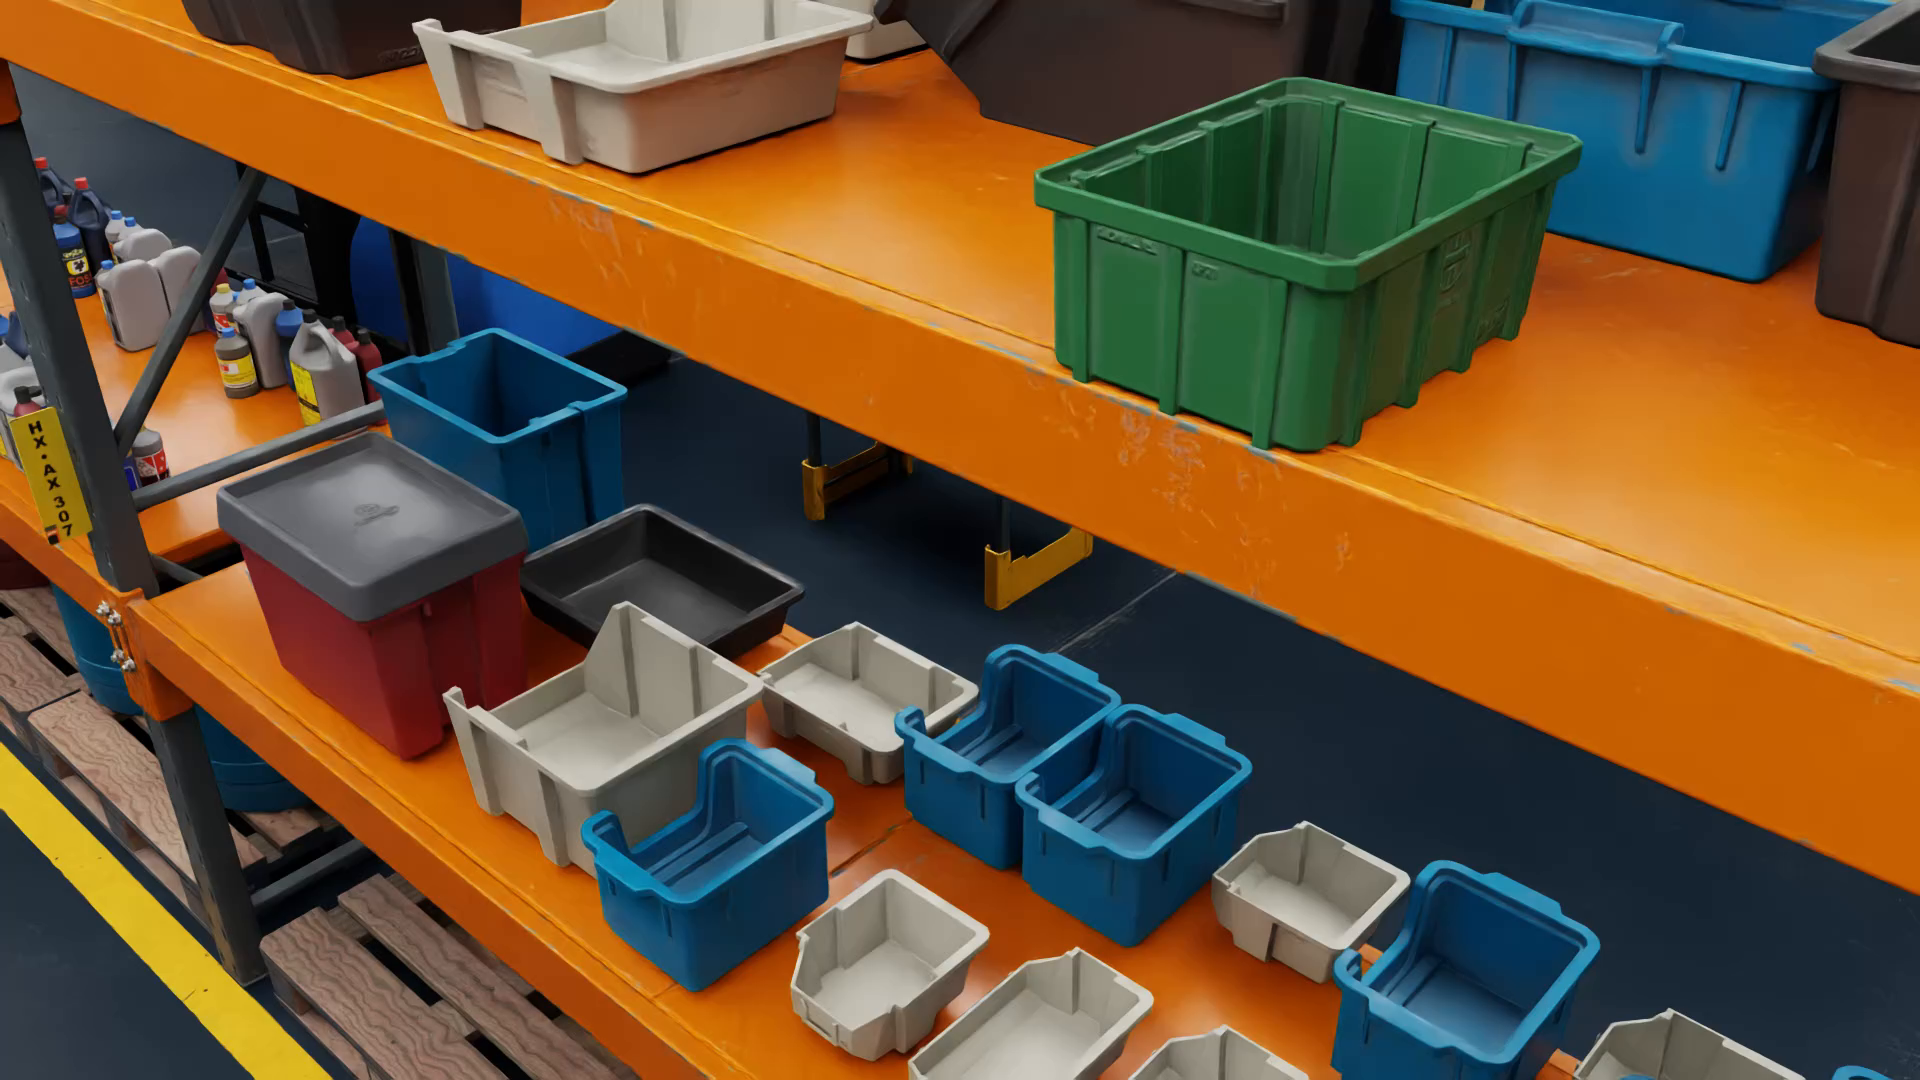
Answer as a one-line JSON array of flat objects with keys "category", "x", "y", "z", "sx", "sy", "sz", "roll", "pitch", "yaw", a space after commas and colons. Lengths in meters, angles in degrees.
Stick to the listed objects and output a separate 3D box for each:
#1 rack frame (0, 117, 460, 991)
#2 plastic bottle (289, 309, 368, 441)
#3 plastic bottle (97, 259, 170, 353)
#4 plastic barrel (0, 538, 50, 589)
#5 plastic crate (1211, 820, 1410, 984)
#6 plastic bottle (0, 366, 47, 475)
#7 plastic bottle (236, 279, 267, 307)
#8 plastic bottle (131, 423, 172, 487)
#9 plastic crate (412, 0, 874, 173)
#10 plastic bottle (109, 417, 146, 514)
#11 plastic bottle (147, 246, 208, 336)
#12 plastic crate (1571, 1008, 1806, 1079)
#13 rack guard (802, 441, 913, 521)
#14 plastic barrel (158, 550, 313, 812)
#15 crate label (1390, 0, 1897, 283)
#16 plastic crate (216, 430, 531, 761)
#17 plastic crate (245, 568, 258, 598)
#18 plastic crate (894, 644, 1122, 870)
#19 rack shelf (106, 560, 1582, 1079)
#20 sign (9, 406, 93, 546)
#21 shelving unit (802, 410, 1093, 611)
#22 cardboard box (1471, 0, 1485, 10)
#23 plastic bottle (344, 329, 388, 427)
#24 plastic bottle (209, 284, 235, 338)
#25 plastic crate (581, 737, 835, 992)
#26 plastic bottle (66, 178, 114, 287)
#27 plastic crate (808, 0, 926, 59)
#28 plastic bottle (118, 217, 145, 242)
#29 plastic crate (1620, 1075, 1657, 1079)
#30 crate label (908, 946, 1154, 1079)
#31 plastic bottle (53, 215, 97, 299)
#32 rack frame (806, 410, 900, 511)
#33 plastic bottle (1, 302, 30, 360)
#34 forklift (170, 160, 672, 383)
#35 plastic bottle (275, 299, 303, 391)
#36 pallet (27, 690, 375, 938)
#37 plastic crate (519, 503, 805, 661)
[{"category": "rack frame", "x": -1.712, "y": -0.235, "z": 4.233, "sx": 0.127, "sy": 3.000, "sz": 1.000, "roll": 25, "pitch": 39, "yaw": 35}, {"category": "plastic bottle", "x": -1.785, "y": -0.474, "z": 4.677, "sx": 0.185, "sy": 0.351, "sz": 0.144, "roll": 25, "pitch": 39, "yaw": 35}, {"category": "plastic bottle", "x": -2.588, "y": -0.750, "z": 5.208, "sx": 0.135, "sy": 0.276, "sz": 0.152, "roll": 25, "pitch": 39, "yaw": 35}, {"category": "plastic barrel", "x": -3.466, "y": -0.213, "z": 6.126, "sx": 0.708, "sy": 0.588, "sz": 0.600, "roll": 25, "pitch": 39, "yaw": 35}, {"category": "plastic crate", "x": 0.607, "y": 0.647, "z": 2.964, "sx": 0.298, "sy": 0.136, "sz": 0.250, "roll": 25, "pitch": 39, "yaw": 35}, {"category": "plastic bottle", "x": -2.492, "y": -0.321, "z": 4.496, "sx": 0.135, "sy": 0.276, "sz": 0.152, "roll": 25, "pitch": 39, "yaw": 35}, {"category": "plastic bottle", "x": -2.138, "y": -0.663, "z": 5.068, "sx": 0.097, "sy": 0.271, "sz": 0.097, "roll": 0, "pitch": 31, "yaw": 0}, {"category": "plastic bottle", "x": -2.151, "y": -0.217, "z": 4.395, "sx": 0.097, "sy": 0.201, "sz": 0.097, "roll": 0, "pitch": 31, "yaw": 0}, {"category": "plastic crate", "x": -0.444, "y": -0.643, "z": 2.258, "sx": 0.530, "sy": 0.136, "sz": 0.437, "roll": 25, "pitch": 39, "yaw": 35}, {"category": "plastic bottle", "x": -2.221, "y": -0.195, "z": 4.286, "sx": 0.135, "sy": 0.276, "sz": 0.152, "roll": 25, "pitch": 39, "yaw": 35}, {"category": "plastic bottle", "x": -2.486, "y": -0.809, "z": 5.305, "sx": 0.135, "sy": 0.276, "sz": 0.152, "roll": 25, "pitch": 39, "yaw": 35}, {"category": "plastic crate", "x": 1.110, "y": 0.882, "z": 2.574, "sx": 0.298, "sy": 0.136, "sz": 0.250, "roll": 25, "pitch": 39, "yaw": 35}, {"category": "rack guard", "x": -0.426, "y": -0.306, "z": 7.016, "sx": 0.087, "sy": 0.250, "sz": 0.587, "roll": 25, "pitch": 39, "yaw": 35}, {"category": "plastic barrel", "x": -2.104, "y": 0.289, "z": 4.989, "sx": 0.708, "sy": 0.901, "sz": 0.600, "roll": 25, "pitch": 39, "yaw": 35}, {"category": "crate label", "x": 0.787, "y": -0.515, "z": 1.933, "sx": 0.502, "sy": 0.251, "sz": 0.408, "roll": 25, "pitch": 39, "yaw": 35}, {"category": "plastic crate", "x": -1.218, "y": 0.116, "z": 3.528, "sx": 0.583, "sy": 0.464, "sz": 0.402, "roll": 25, "pitch": 39, "yaw": 35}, {"category": "plastic crate", "x": -1.462, "y": 0.068, "z": 3.927, "sx": 0.243, "sy": 0.136, "sz": 0.396, "roll": 25, "pitch": 39, "yaw": 35}, {"category": "plastic crate", "x": 0.093, "y": 0.424, "z": 3.241, "sx": 0.300, "sy": 0.233, "sz": 0.416, "roll": 25, "pitch": 39, "yaw": 35}, {"category": "rack shelf", "x": -0.229, "y": 0.765, "z": 3.268, "sx": 4.000, "sy": 0.370, "sz": 1.077, "roll": 25, "pitch": 39, "yaw": 35}, {"category": "sign", "x": -2.082, "y": -0.144, "z": 3.813, "sx": 0.005, "sy": 0.325, "sz": 0.100, "roll": 25, "pitch": 39, "yaw": 35}, {"category": "shelving unit", "x": -0.057, "y": -0.669, "z": 6.407, "sx": 1.083, "sy": 1.500, "sz": 0.587, "roll": 25, "pitch": 39, "yaw": 35}, {"category": "cardboard box", "x": 2.158, "y": -2.150, "z": 6.347, "sx": 0.500, "sy": 0.500, "sz": 0.500, "roll": 24, "pitch": 38, "yaw": 34}, {"category": "plastic bottle", "x": -1.697, "y": -0.475, "z": 4.745, "sx": 0.133, "sy": 0.283, "sz": 0.061, "roll": 25, "pitch": 39, "yaw": 35}, {"category": "plastic bottle", "x": -2.282, "y": -0.701, "z": 5.198, "sx": 0.097, "sy": 0.201, "sz": 0.097, "roll": 0, "pitch": 31, "yaw": 0}, {"category": "plastic crate", "x": -0.441, "y": 0.582, "z": 2.979, "sx": 0.300, "sy": 0.233, "sz": 0.416, "roll": 25, "pitch": 39, "yaw": 35}, {"category": "plastic bottle", "x": -2.918, "y": -1.045, "z": 5.625, "sx": 0.185, "sy": 0.351, "sz": 0.144, "roll": 25, "pitch": 39, "yaw": 35}, {"category": "plastic crate", "x": -0.182, "y": -0.970, "z": 2.660, "sx": 0.530, "sy": 0.282, "sz": 0.437, "roll": 25, "pitch": 39, "yaw": 35}, {"category": "plastic bottle", "x": -2.725, "y": -0.937, "z": 5.524, "sx": 0.097, "sy": 0.271, "sz": 0.097, "roll": 0, "pitch": 31, "yaw": 0}, {"category": "plastic crate", "x": 0.881, "y": 1.064, "z": 1.982, "sx": 0.499, "sy": 0.435, "sz": 0.616, "roll": 25, "pitch": 39, "yaw": 35}, {"category": "crate label", "x": 0.100, "y": 0.830, "z": 2.660, "sx": 0.243, "sy": 0.136, "sz": 0.396, "roll": 25, "pitch": 39, "yaw": 35}, {"category": "plastic bottle", "x": -2.966, "y": -0.950, "z": 5.544, "sx": 0.097, "sy": 0.271, "sz": 0.097, "roll": 0, "pitch": 31, "yaw": 0}, {"category": "rack frame", "x": -0.440, "y": -0.848, "z": 6.704, "sx": 0.032, "sy": 1.500, "sz": 0.500, "roll": 25, "pitch": 39, "yaw": 35}, {"category": "plastic bottle", "x": -2.653, "y": -0.526, "z": 4.764, "sx": 0.185, "sy": 0.351, "sz": 0.144, "roll": 25, "pitch": 39, "yaw": 35}, {"category": "forklift", "x": -2.894, "y": -2.352, "z": 7.815, "sx": 3.031, "sy": 2.935, "sz": 1.130, "roll": 21, "pitch": 37, "yaw": 30}, {"category": "plastic bottle", "x": -1.966, "y": -0.583, "z": 4.935, "sx": 0.097, "sy": 0.271, "sz": 0.097, "roll": 0, "pitch": 31, "yaw": 0}, {"category": "pallet", "x": -2.256, "y": 0.676, "z": 5.422, "sx": 1.213, "sy": 0.211, "sz": 1.003, "roll": 25, "pitch": 39, "yaw": 35}, {"category": "plastic crate", "x": -0.701, "y": 0.141, "z": 3.815, "sx": 0.590, "sy": 0.125, "sz": 0.437, "roll": 25, "pitch": 39, "yaw": 35}]
